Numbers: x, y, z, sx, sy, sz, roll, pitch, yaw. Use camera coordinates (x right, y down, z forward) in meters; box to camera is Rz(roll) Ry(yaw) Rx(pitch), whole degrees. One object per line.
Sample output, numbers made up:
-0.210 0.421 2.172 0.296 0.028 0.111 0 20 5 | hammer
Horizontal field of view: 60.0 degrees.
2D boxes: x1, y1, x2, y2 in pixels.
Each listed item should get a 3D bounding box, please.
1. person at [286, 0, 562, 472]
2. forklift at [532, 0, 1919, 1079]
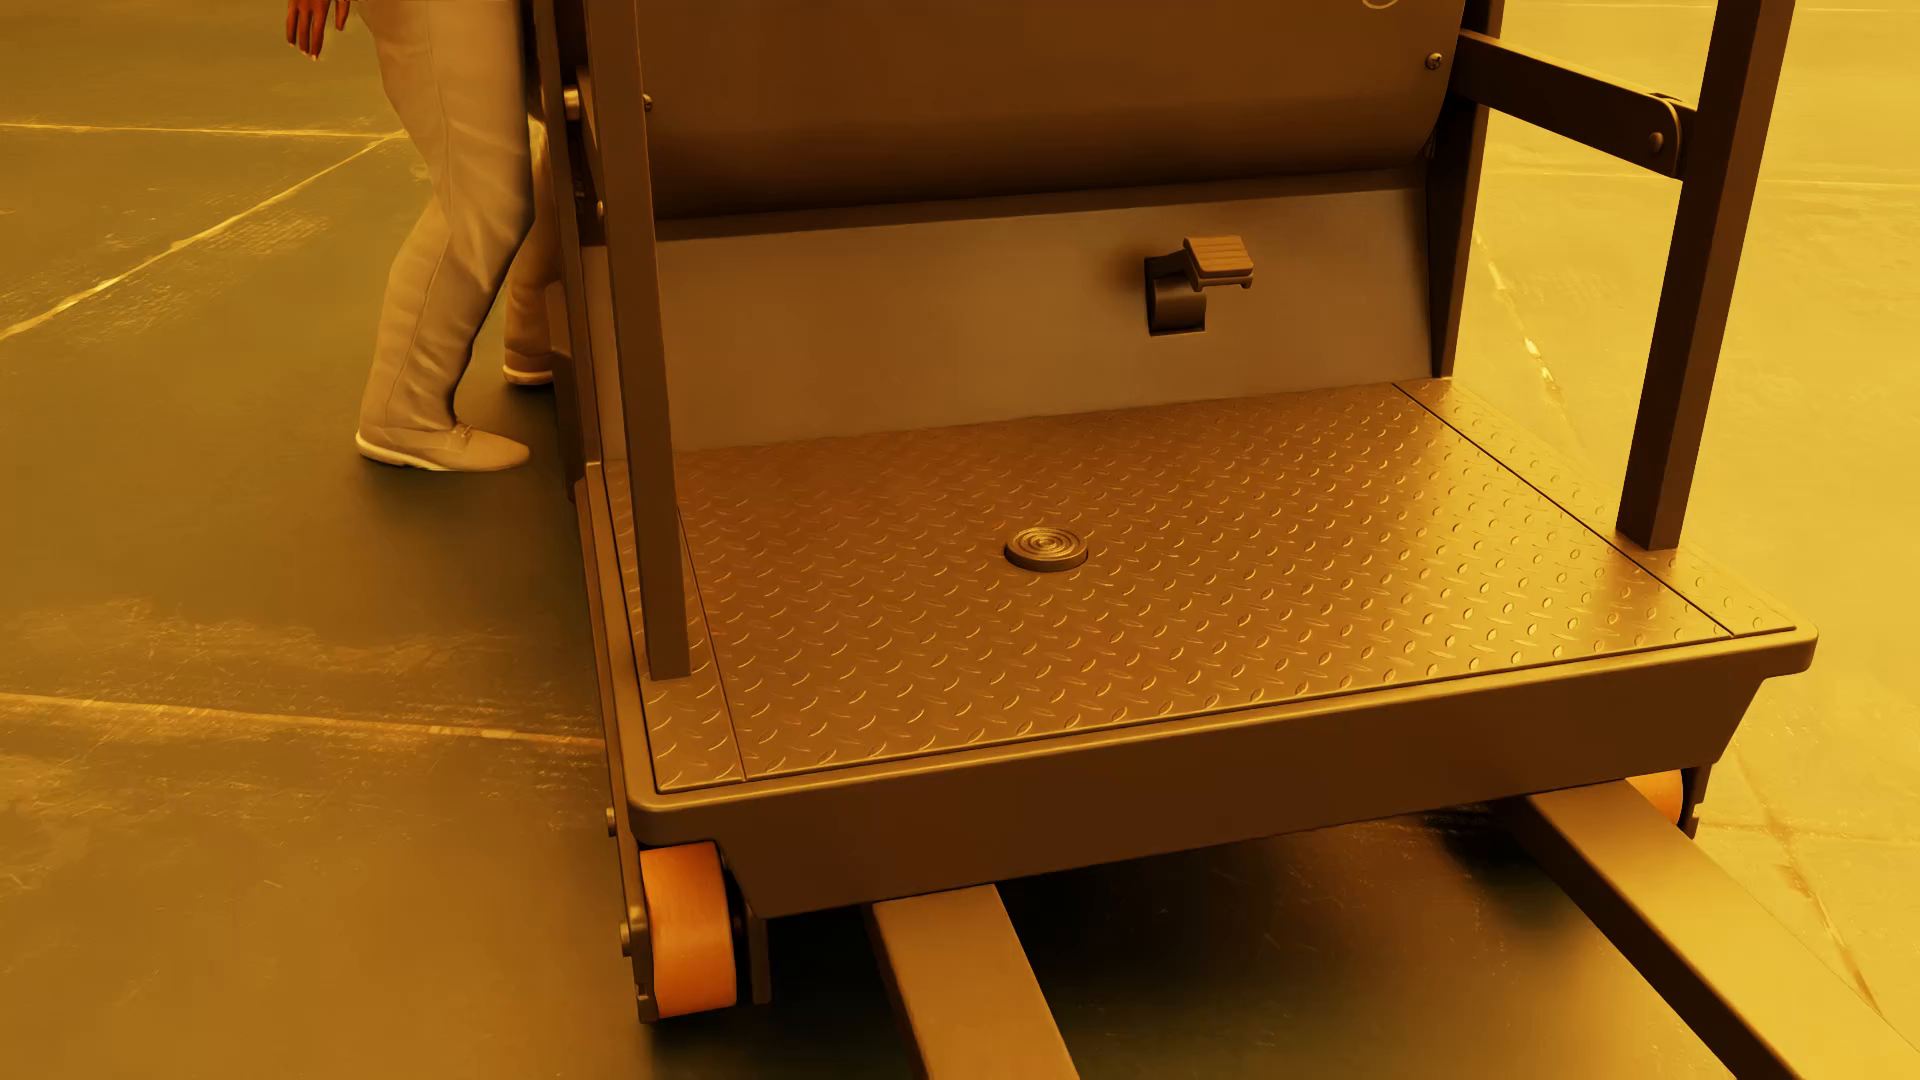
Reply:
-0.770 -0.908 2.549 0.431 1.635 0.810 3 27 6 | person
0.153 -1.049 1.319 1.130 2.935 3.031 -7 27 -13 | forklift
